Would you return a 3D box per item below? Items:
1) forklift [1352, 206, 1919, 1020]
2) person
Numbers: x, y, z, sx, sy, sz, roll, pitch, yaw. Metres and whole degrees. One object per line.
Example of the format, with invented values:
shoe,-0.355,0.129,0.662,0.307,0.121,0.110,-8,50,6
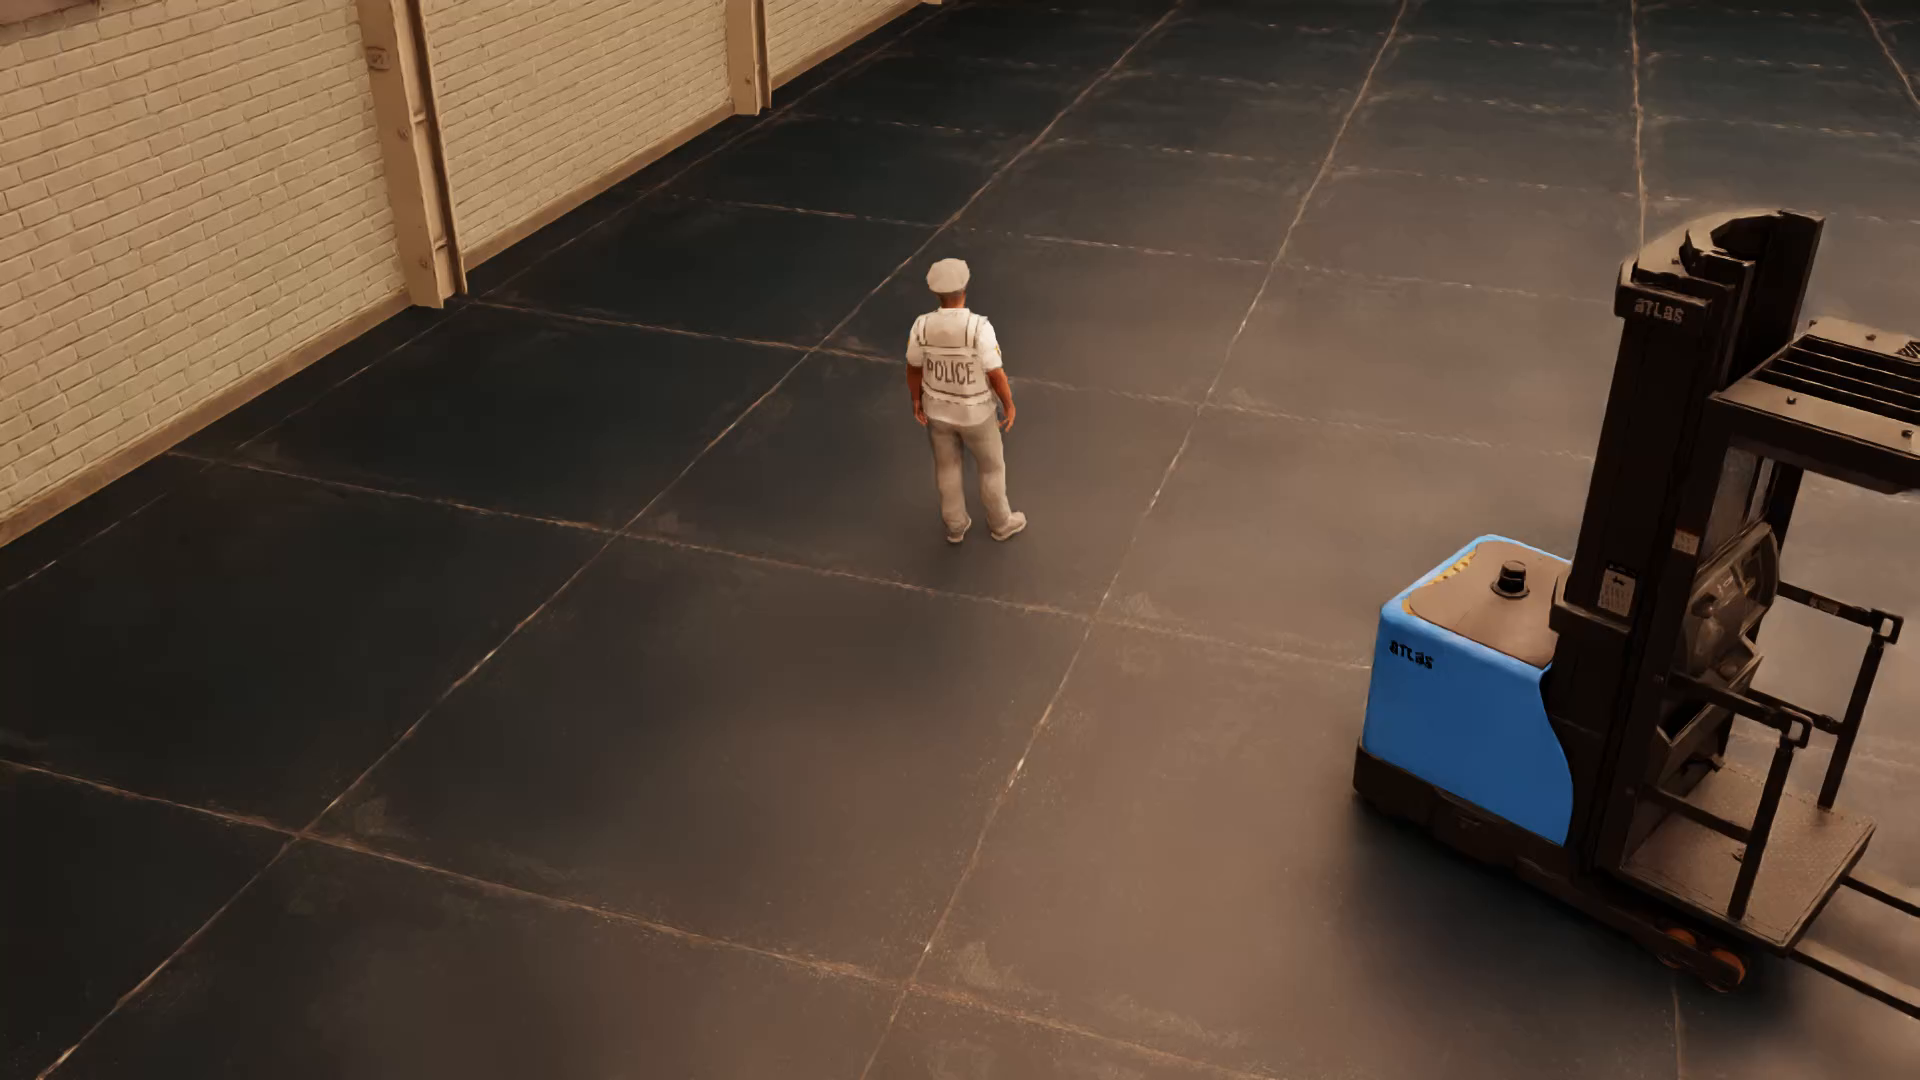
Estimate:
forklift,3.277,0.289,6.629,3.031,2.935,1.130,25,38,37
person,0.036,-0.816,9.711,0.640,1.781,0.574,10,31,16
